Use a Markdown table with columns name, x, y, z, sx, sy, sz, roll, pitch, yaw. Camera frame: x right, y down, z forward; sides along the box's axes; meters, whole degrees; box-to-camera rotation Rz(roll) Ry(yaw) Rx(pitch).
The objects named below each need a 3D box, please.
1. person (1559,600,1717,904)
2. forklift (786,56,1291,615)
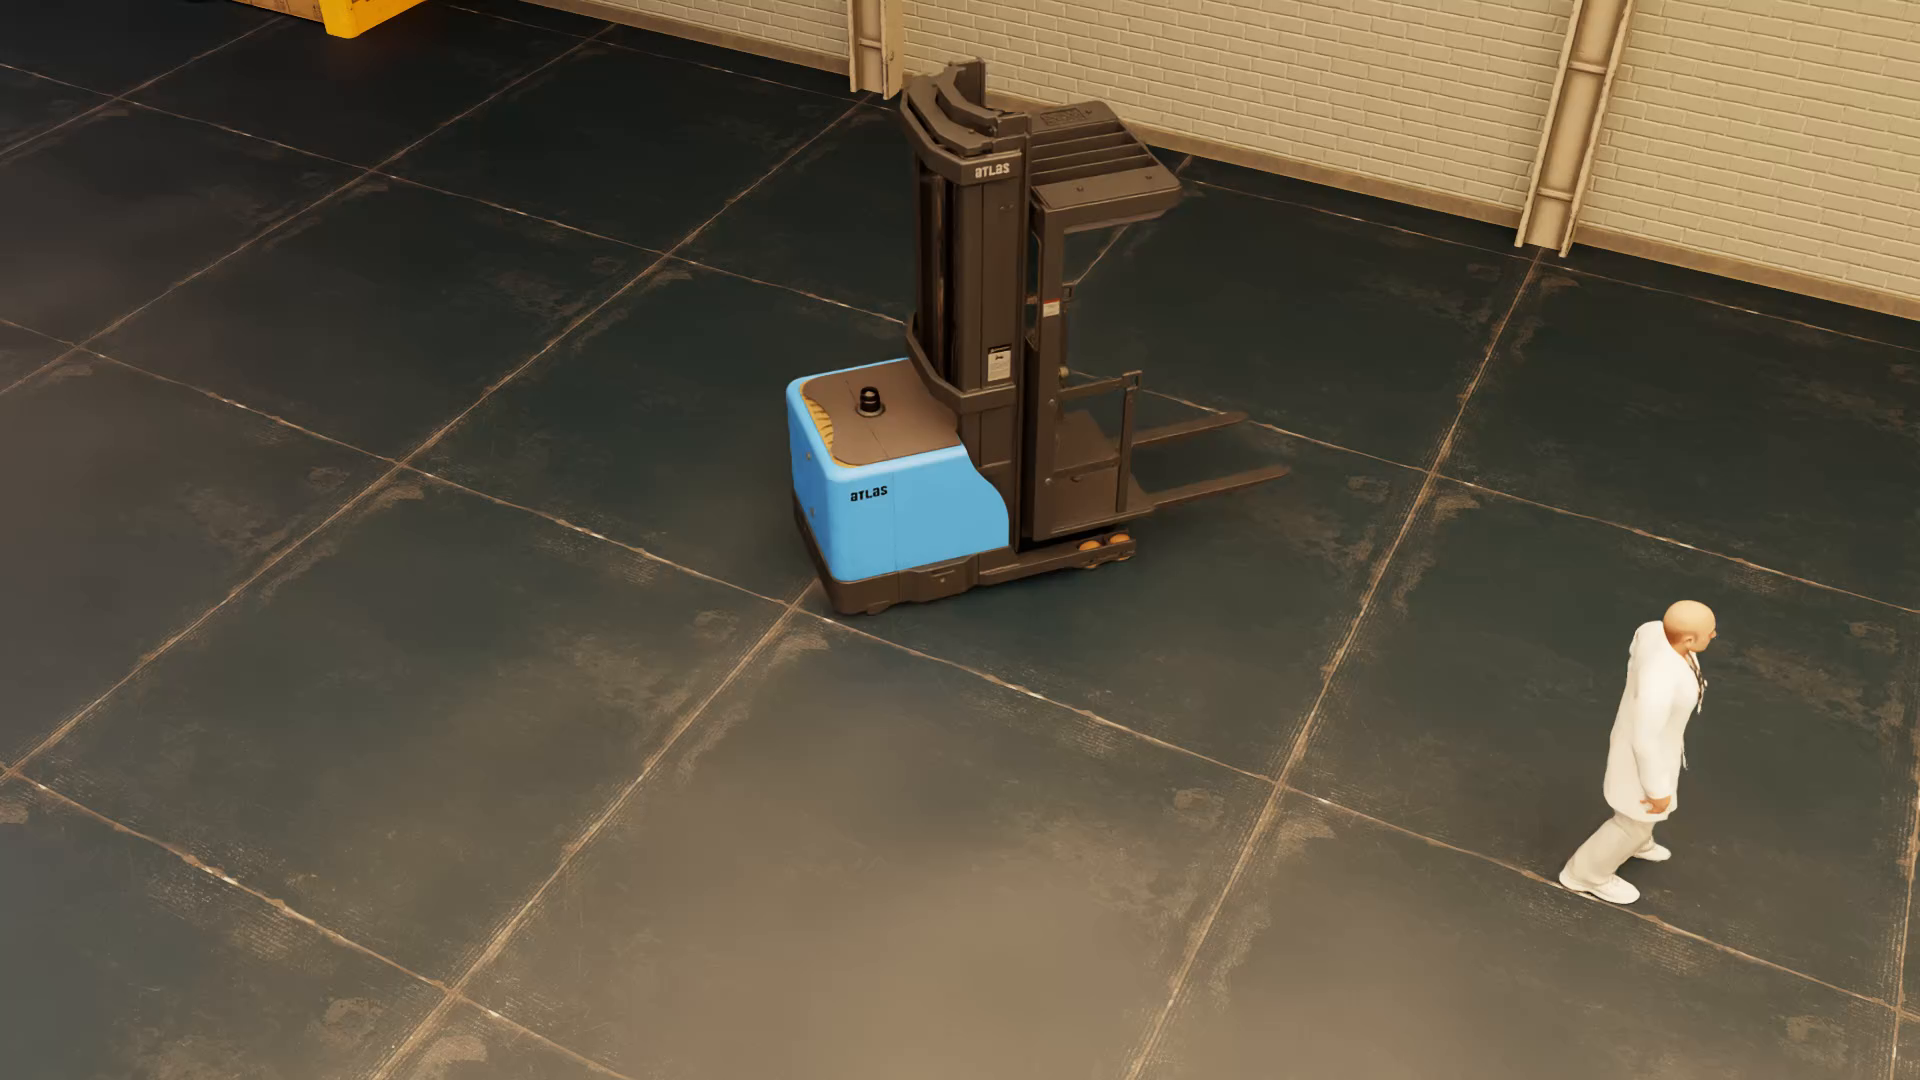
| name | x | y | z | sx | sy | sz | roll | pitch | yaw |
| --- | --- | --- | --- | --- | --- | --- | --- | --- | --- |
| person | 3.263 | 1.010 | 7.723 | 0.540 | 1.812 | 0.680 | 12 | 42 | 14 |
| forklift | 0.542 | -1.259 | 9.482 | 3.031 | 2.935 | 1.130 | -13 | 42 | -15 |
